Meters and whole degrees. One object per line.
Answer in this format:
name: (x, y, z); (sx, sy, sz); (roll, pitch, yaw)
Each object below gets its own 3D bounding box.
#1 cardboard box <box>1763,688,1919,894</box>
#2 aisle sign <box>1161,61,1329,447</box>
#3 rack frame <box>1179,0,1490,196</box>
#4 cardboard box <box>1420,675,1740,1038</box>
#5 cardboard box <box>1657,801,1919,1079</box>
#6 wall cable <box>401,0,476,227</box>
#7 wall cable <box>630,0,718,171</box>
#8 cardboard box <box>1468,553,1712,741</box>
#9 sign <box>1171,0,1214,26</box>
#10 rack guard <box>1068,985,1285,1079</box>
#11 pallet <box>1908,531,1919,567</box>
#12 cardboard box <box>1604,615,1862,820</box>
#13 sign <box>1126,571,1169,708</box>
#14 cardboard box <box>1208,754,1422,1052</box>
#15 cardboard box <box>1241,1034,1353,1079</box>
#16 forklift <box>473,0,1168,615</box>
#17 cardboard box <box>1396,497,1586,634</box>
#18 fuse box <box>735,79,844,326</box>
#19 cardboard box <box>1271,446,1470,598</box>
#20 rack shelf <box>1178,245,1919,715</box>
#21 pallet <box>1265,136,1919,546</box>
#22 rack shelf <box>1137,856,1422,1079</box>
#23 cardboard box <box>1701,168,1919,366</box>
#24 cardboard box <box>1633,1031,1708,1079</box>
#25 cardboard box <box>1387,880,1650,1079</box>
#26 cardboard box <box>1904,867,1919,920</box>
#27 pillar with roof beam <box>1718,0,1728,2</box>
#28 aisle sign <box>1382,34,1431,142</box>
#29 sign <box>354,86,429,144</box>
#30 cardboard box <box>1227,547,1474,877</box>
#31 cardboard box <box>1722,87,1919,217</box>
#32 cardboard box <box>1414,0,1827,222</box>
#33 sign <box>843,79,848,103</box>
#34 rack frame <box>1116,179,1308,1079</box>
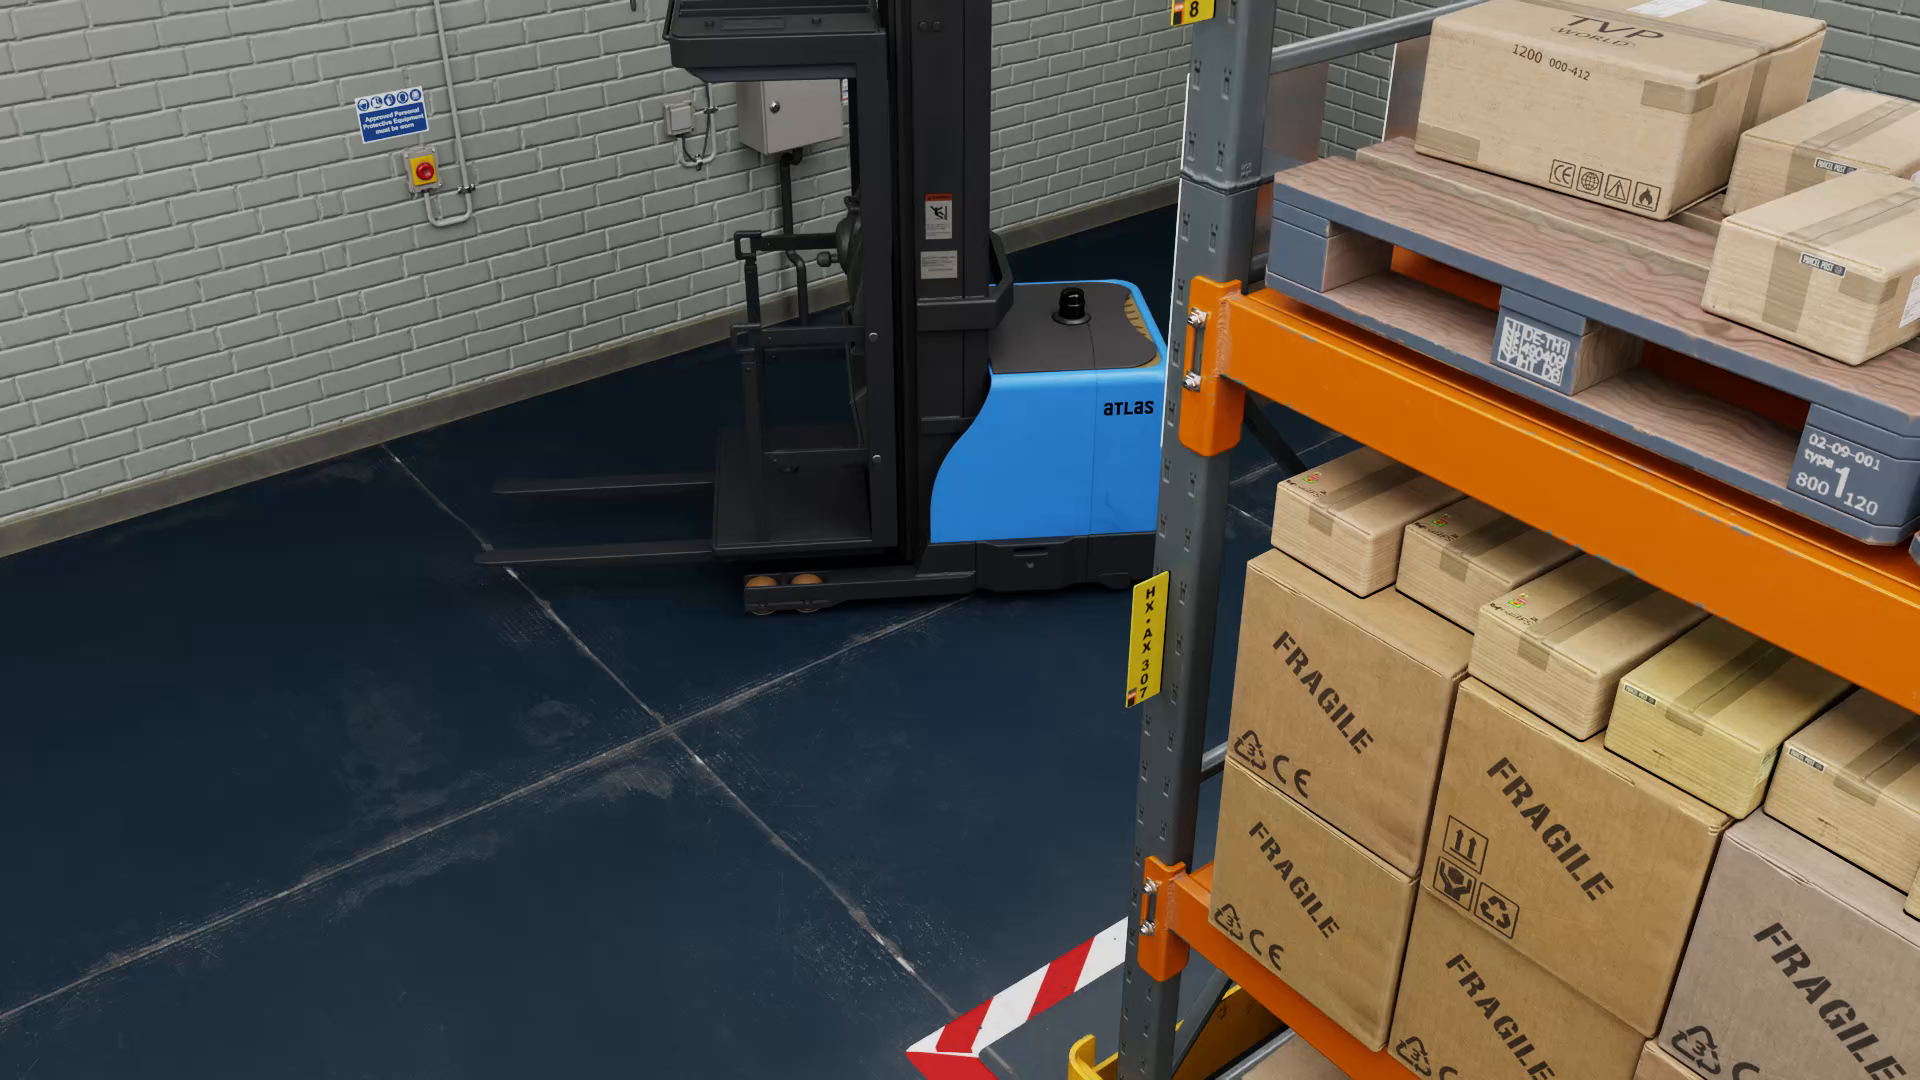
cardboard box: (1.516, 0.368, 2.657); (0.380, 0.149, 0.250); (-22, 38, -31)
aisle sign: (0.580, -0.595, 3.400); (0.394, 0.787, 0.004); (-22, 38, -31)
rack frame: (0.853, -2.103, 2.606); (1.000, 3.000, 0.127); (-22, 38, -31)
cardboard box: (1.245, 0.484, 3.085); (0.500, 0.500, 0.500); (-23, 39, -33)
cardboard box: (1.567, 0.696, 2.744); (0.500, 0.500, 0.500); (-23, 38, -32)
wall cable: (-2.623, -2.342, 7.684); (0.585, 1.953, 0.123); (-22, 38, -31)
wall cable: (-1.510, -2.792, 8.439); (0.588, 1.984, 0.122); (-22, 38, -31)
cardboard box: (1.138, 0.172, 2.972); (0.380, 0.149, 0.250); (-21, 38, -30)
sign: (0.411, -1.056, 2.861); (0.100, 0.325, 0.005); (-22, 38, -31)
rack guard: (0.839, 1.498, 4.865); (1.175, 0.500, 0.348); (-22, 38, -31)
pallet: (2.069, 0.024, 2.110); (1.003, 0.211, 1.213); (-22, 38, -31)
cardboard box: (1.314, 0.276, 2.805); (0.380, 0.149, 0.250); (-24, 39, -33)
sign: (0.411, 0.221, 3.655); (0.100, 0.325, 0.005); (-22, 38, -31)
cardboard box: (0.921, 0.696, 3.691); (0.500, 0.500, 0.500); (-23, 38, -32)
cardboard box: (1.337, 1.599, 4.364); (0.875, 0.438, 0.875); (-24, 39, -33)
forklift: (-0.627, -1.212, 6.924); (3.031, 2.935, 1.130); (-3, 32, -5)
cardboard box: (1.069, 0.027, 3.207); (0.380, 0.149, 0.250); (-21, 38, -30)
fuse box: (-0.874, -1.968, 9.297); (0.539, 1.711, 0.414); (-22, 38, -31)
cardboard box: (0.852, -0.059, 3.345); (0.380, 0.149, 0.250); (-21, 38, -30)
rack shelf: (2.080, 0.311, 2.245); (1.077, 0.370, 4.000); (-22, 38, -31)
pallet: (1.316, -0.485, 2.929); (1.003, 0.211, 1.213); (-22, 38, -31)
rack shelf: (2.080, 1.585, 3.037); (1.077, 0.370, 4.000); (-22, 38, -31)
cardboard box: (1.339, -0.415, 2.477); (0.380, 0.149, 0.250); (-21, 37, -30)
cardboard box: (1.551, 1.116, 3.016); (0.500, 0.500, 0.500); (-23, 38, -32)
cardboard box: (1.253, 0.898, 3.366); (0.500, 0.500, 0.500); (-23, 38, -32)
cardboard box: (1.636, 0.486, 2.467); (0.380, 0.149, 0.250); (-22, 38, -31)
pillar with roof beam: (0.430, -3.733, 5.231); (9.100, 9.000, 0.400); (-22, 38, -31)
aisle sign: (1.054, -0.789, 3.713); (0.394, 0.787, 0.004); (-22, 38, -31)
sign: (-2.699, -2.021, 7.905); (0.327, 0.218, 0.001); (-22, 38, -31)
cardboard box: (0.923, 0.271, 3.428); (0.500, 0.500, 0.500); (-23, 39, -32)
cardboard box: (1.521, -0.635, 2.832); (0.380, 0.149, 0.250); (-26, 40, -35)
cardboard box: (1.200, -0.827, 3.045); (0.500, 0.250, 0.500); (-26, 40, -36)
sign: (-0.611, -2.721, 9.378); (0.329, 0.494, 0.001); (-22, 38, -31)
rack frame: (0.853, 0.446, 4.189); (1.000, 3.000, 0.127); (-22, 38, -31)
